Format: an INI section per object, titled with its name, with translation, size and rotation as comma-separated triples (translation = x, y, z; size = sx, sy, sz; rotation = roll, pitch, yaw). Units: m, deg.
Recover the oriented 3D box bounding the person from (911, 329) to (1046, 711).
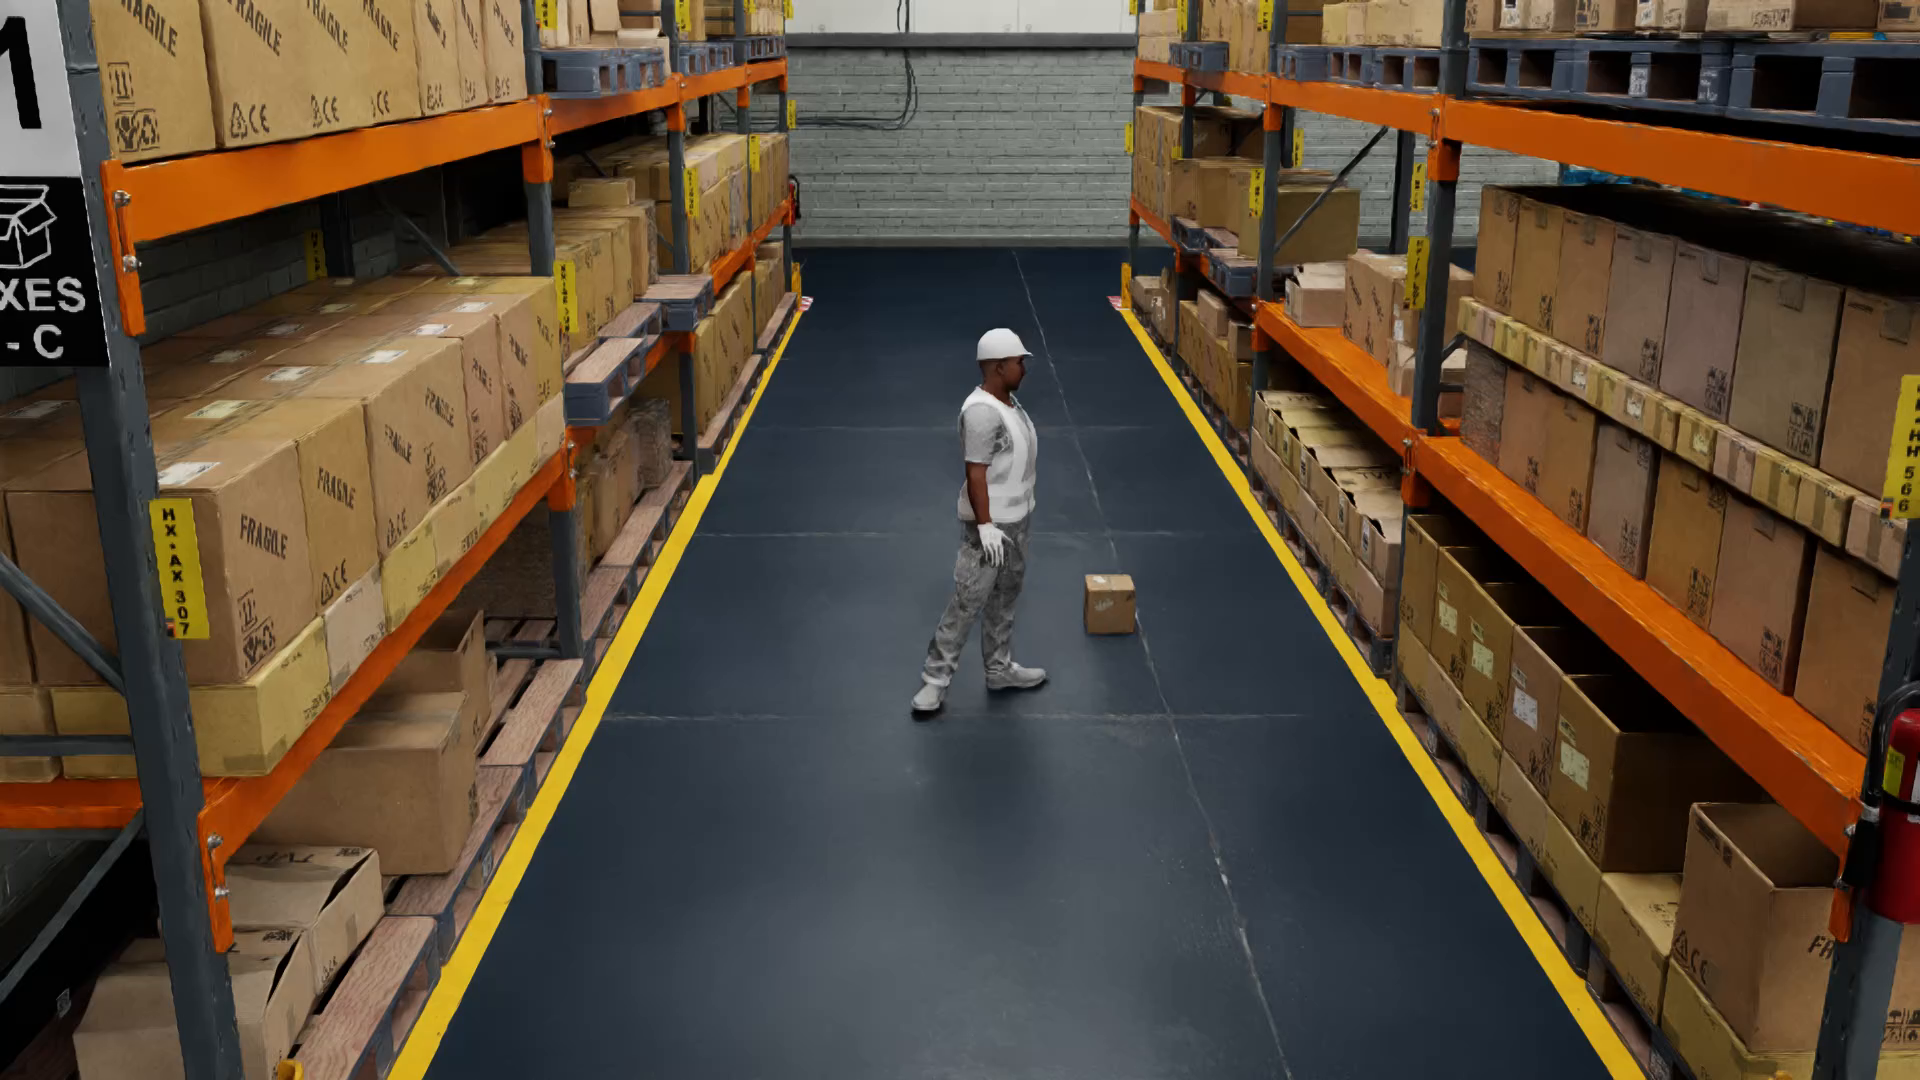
[person]
translation = 0.093, -0.079, 7.789
size = 0.501, 1.780, 0.714
rotation = 6, 18, 19
